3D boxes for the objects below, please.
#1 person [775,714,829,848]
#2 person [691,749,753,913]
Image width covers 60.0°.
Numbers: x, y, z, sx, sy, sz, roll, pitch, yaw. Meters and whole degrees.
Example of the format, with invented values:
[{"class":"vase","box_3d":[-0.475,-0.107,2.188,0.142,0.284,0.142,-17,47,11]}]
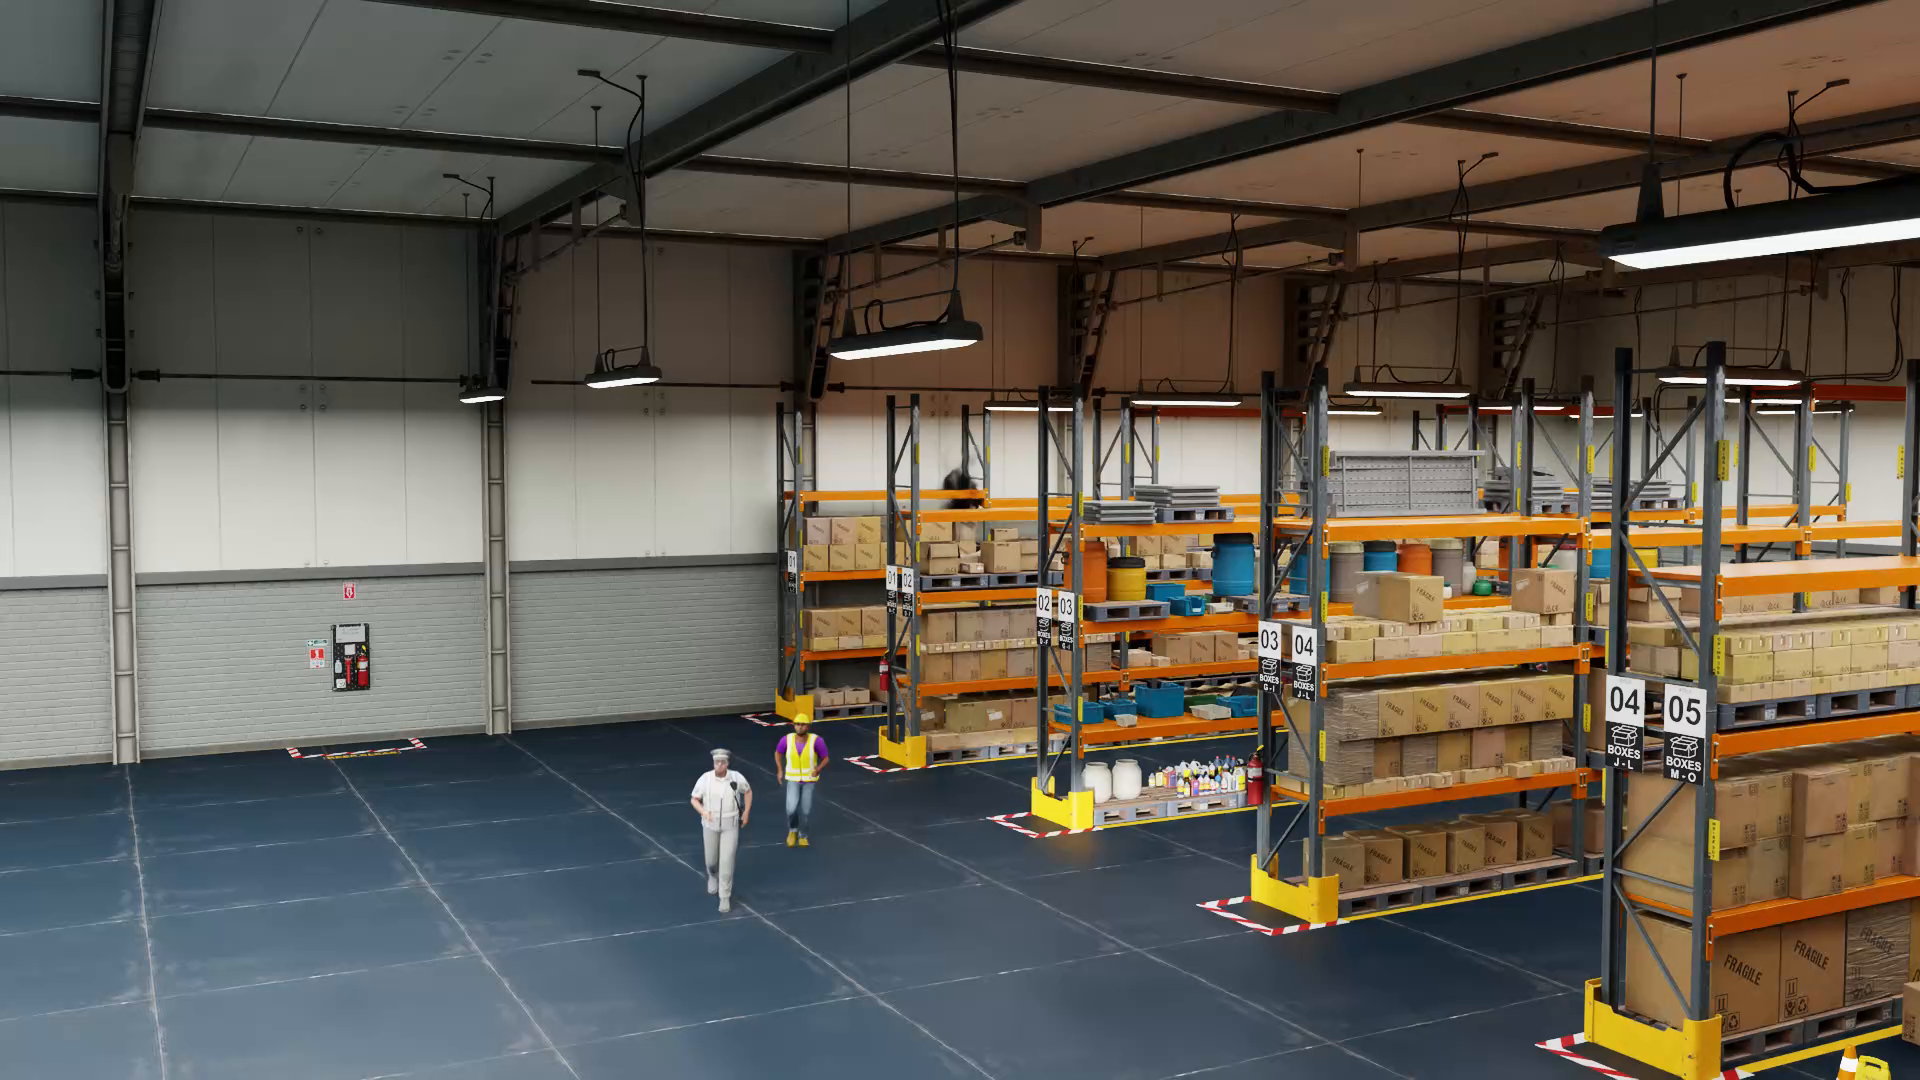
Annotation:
[{"class":"person","box_3d":[-2.022,3.086,21.267,0.700,1.738,0.627,0,3,-3]},{"class":"person","box_3d":[-2.687,3.222,18.775,0.687,1.794,0.839,0,3,-6]}]
